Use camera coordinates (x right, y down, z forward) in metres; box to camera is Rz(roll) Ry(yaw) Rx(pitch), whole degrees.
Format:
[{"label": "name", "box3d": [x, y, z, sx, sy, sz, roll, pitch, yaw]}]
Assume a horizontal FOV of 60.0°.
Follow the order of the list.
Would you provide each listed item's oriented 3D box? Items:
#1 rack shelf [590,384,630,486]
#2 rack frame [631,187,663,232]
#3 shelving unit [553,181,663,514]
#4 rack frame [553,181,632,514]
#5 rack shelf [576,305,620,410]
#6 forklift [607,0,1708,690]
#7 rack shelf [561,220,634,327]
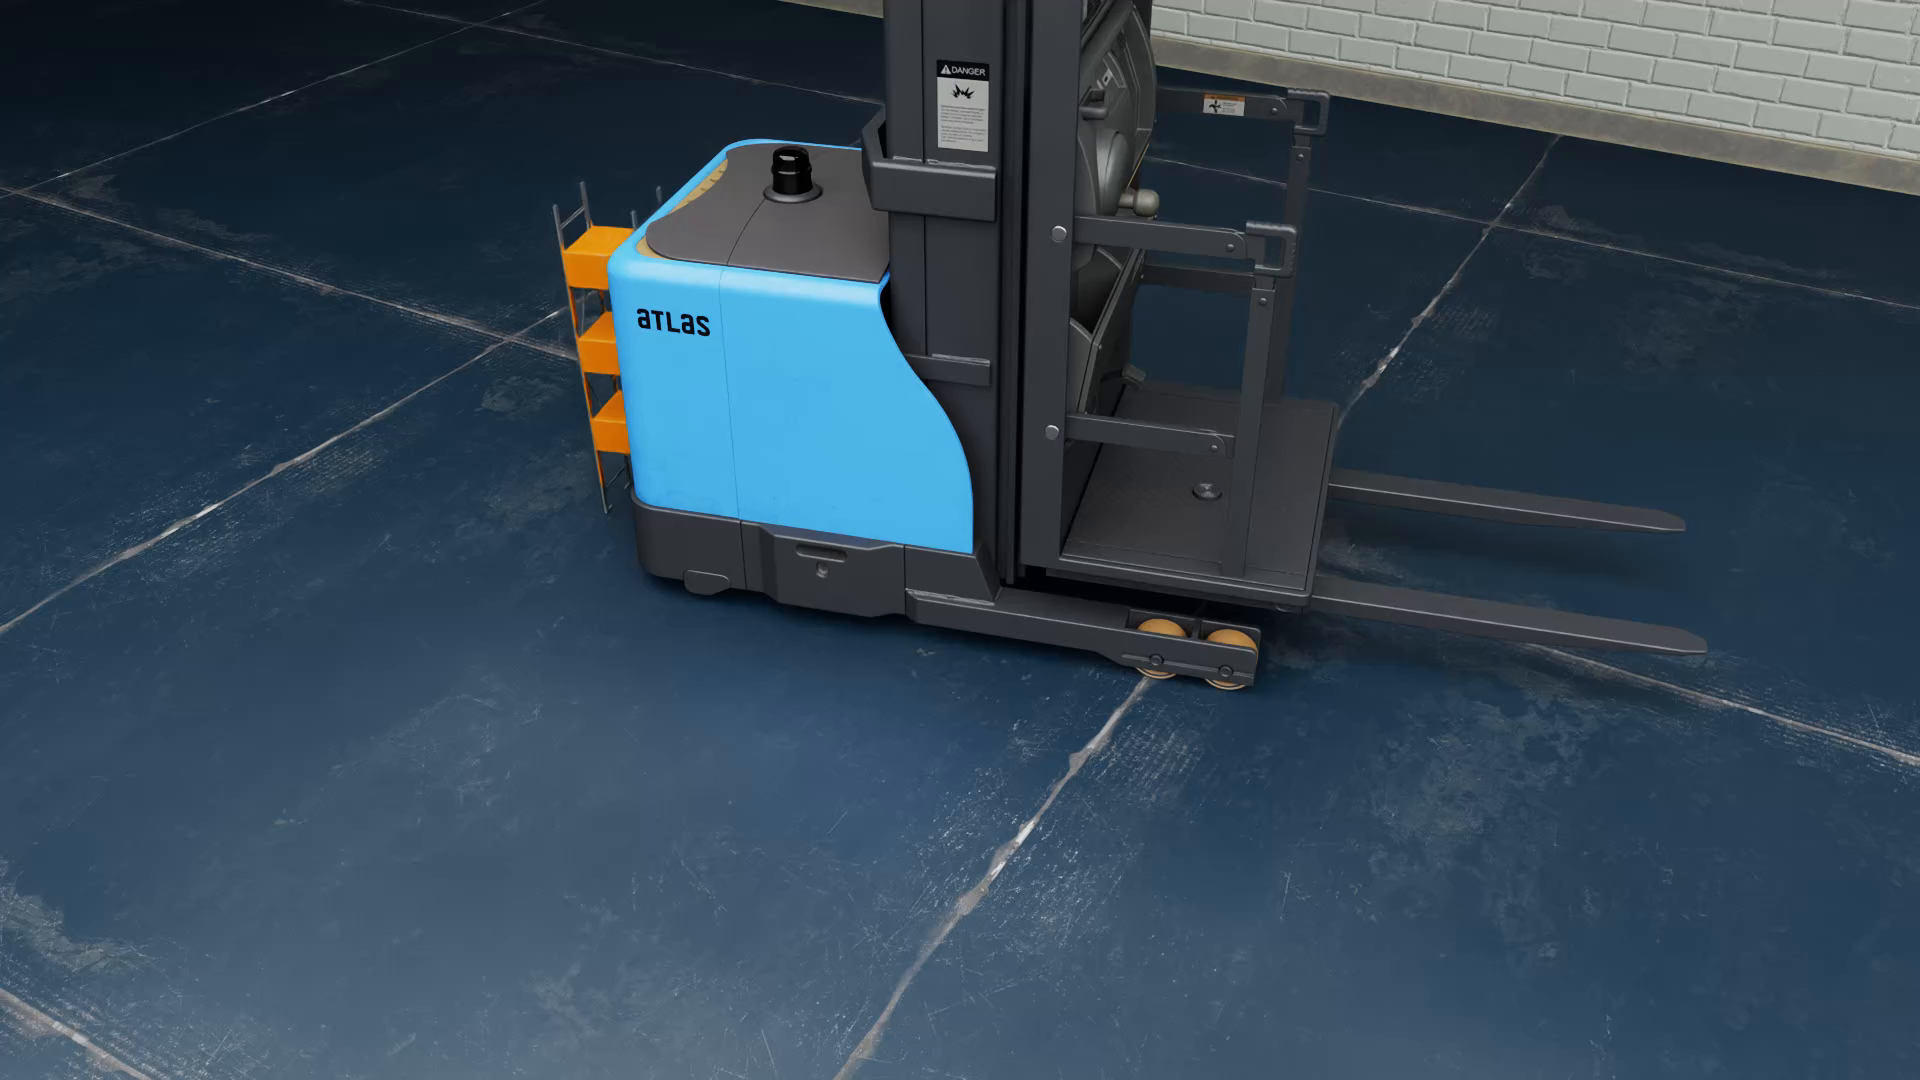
[{"label": "rack shelf", "box3d": [-1.009, -0.323, 5.302, 0.240, 0.259, 0.215, 7, 34, 13]}, {"label": "rack frame", "box3d": [-0.898, -0.550, 5.117, 0.008, 1.050, 0.200, 7, 34, 13]}, {"label": "shelving unit", "box3d": [-1.016, -0.564, 5.144, 0.252, 1.050, 0.215, 7, 34, 13]}, {"label": "rack frame", "box3d": [-1.135, -0.578, 5.171, 0.008, 1.050, 0.200, 7, 34, 13]}, {"label": "rack shelf", "box3d": [-1.016, -0.555, 5.150, 0.240, 0.259, 0.215, 7, 34, 13]}, {"label": "forklift", "box3d": [0.602, -1.131, 4.304, 3.031, 2.935, 1.130, 8, 35, 12]}, {"label": "rack shelf", "box3d": [-1.024, -0.792, 4.994, 0.240, 0.259, 0.215, 7, 34, 13]}]
